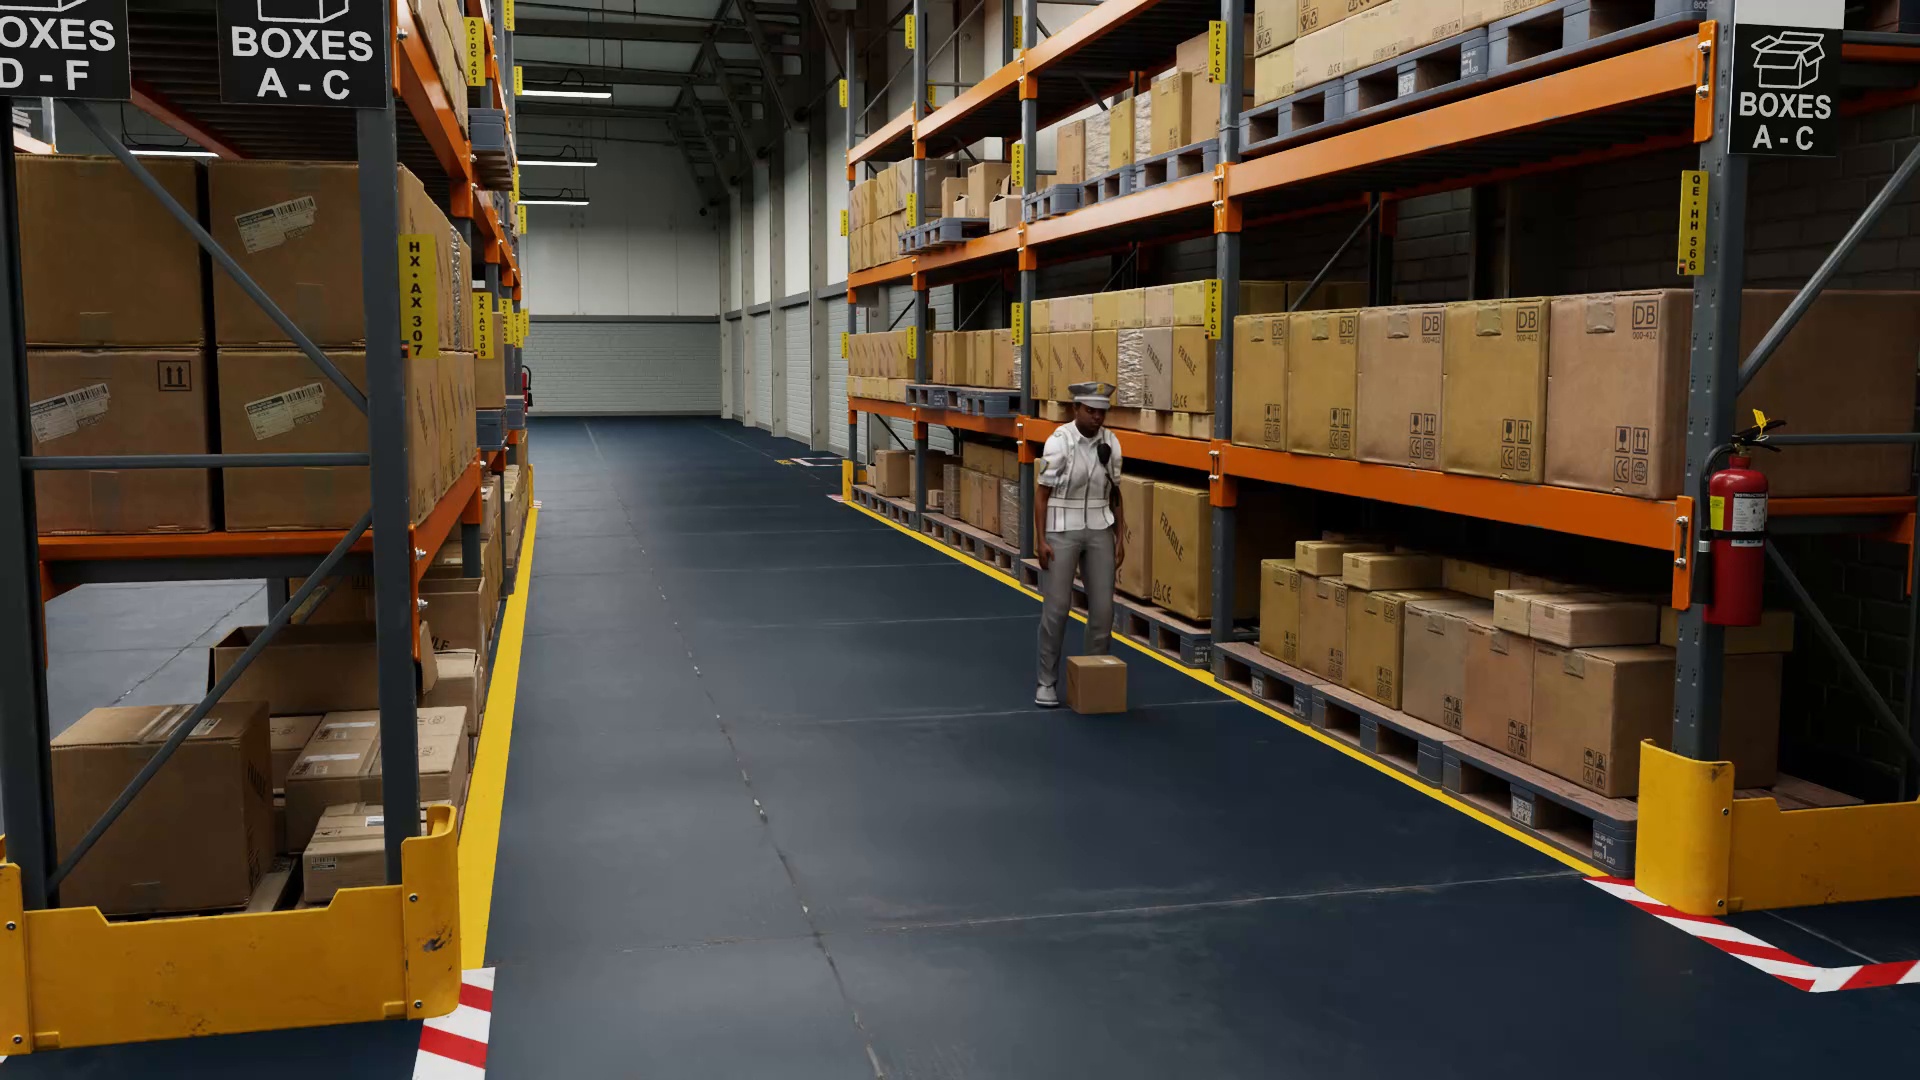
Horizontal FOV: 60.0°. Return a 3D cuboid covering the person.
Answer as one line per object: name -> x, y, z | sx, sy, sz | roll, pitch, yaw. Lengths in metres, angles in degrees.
person -> 0.615, 0.011, 8.595 | 0.518, 1.656, 0.397 | -2, 6, -16
